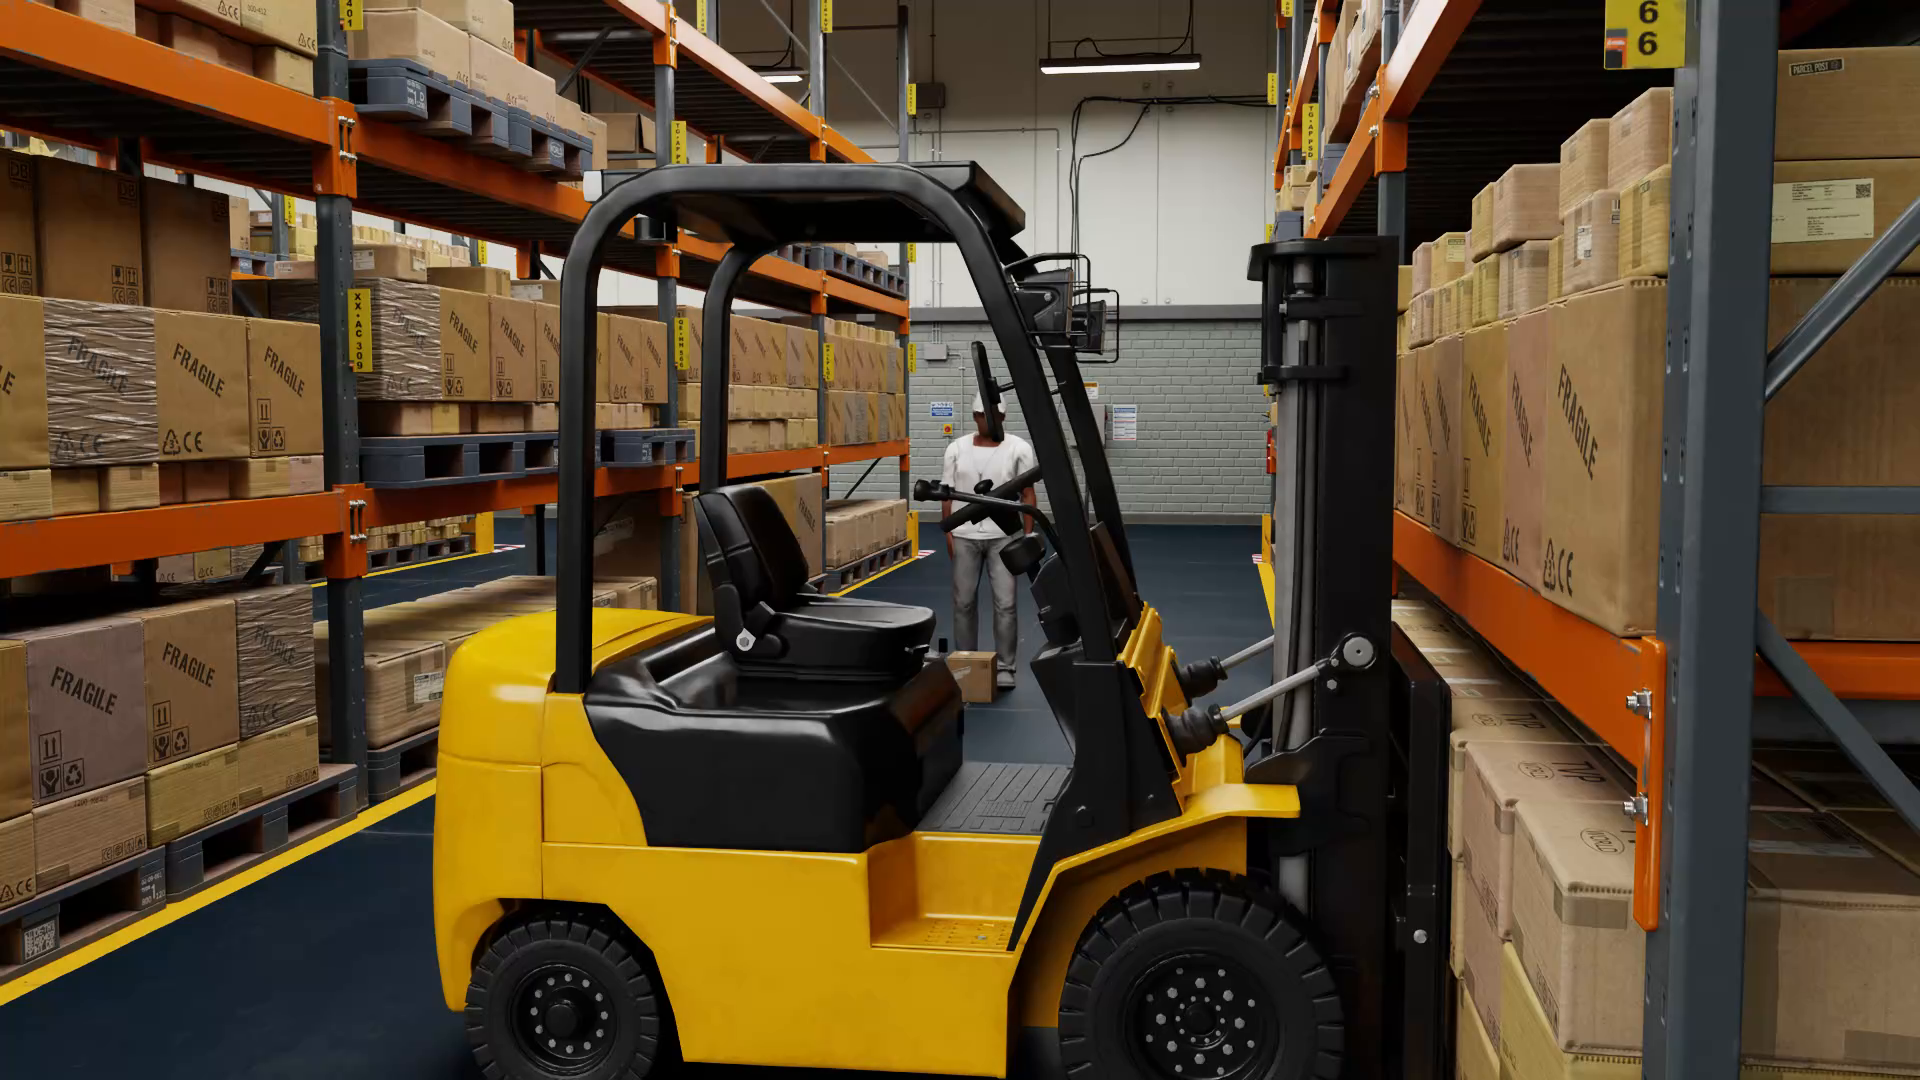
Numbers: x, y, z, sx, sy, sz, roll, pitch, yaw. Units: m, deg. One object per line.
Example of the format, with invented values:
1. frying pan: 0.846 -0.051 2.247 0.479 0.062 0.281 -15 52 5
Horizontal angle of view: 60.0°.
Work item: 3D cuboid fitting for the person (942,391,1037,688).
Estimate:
1. person: 0.166 -0.016 9.761 0.566 1.769 0.364 1 5 10
